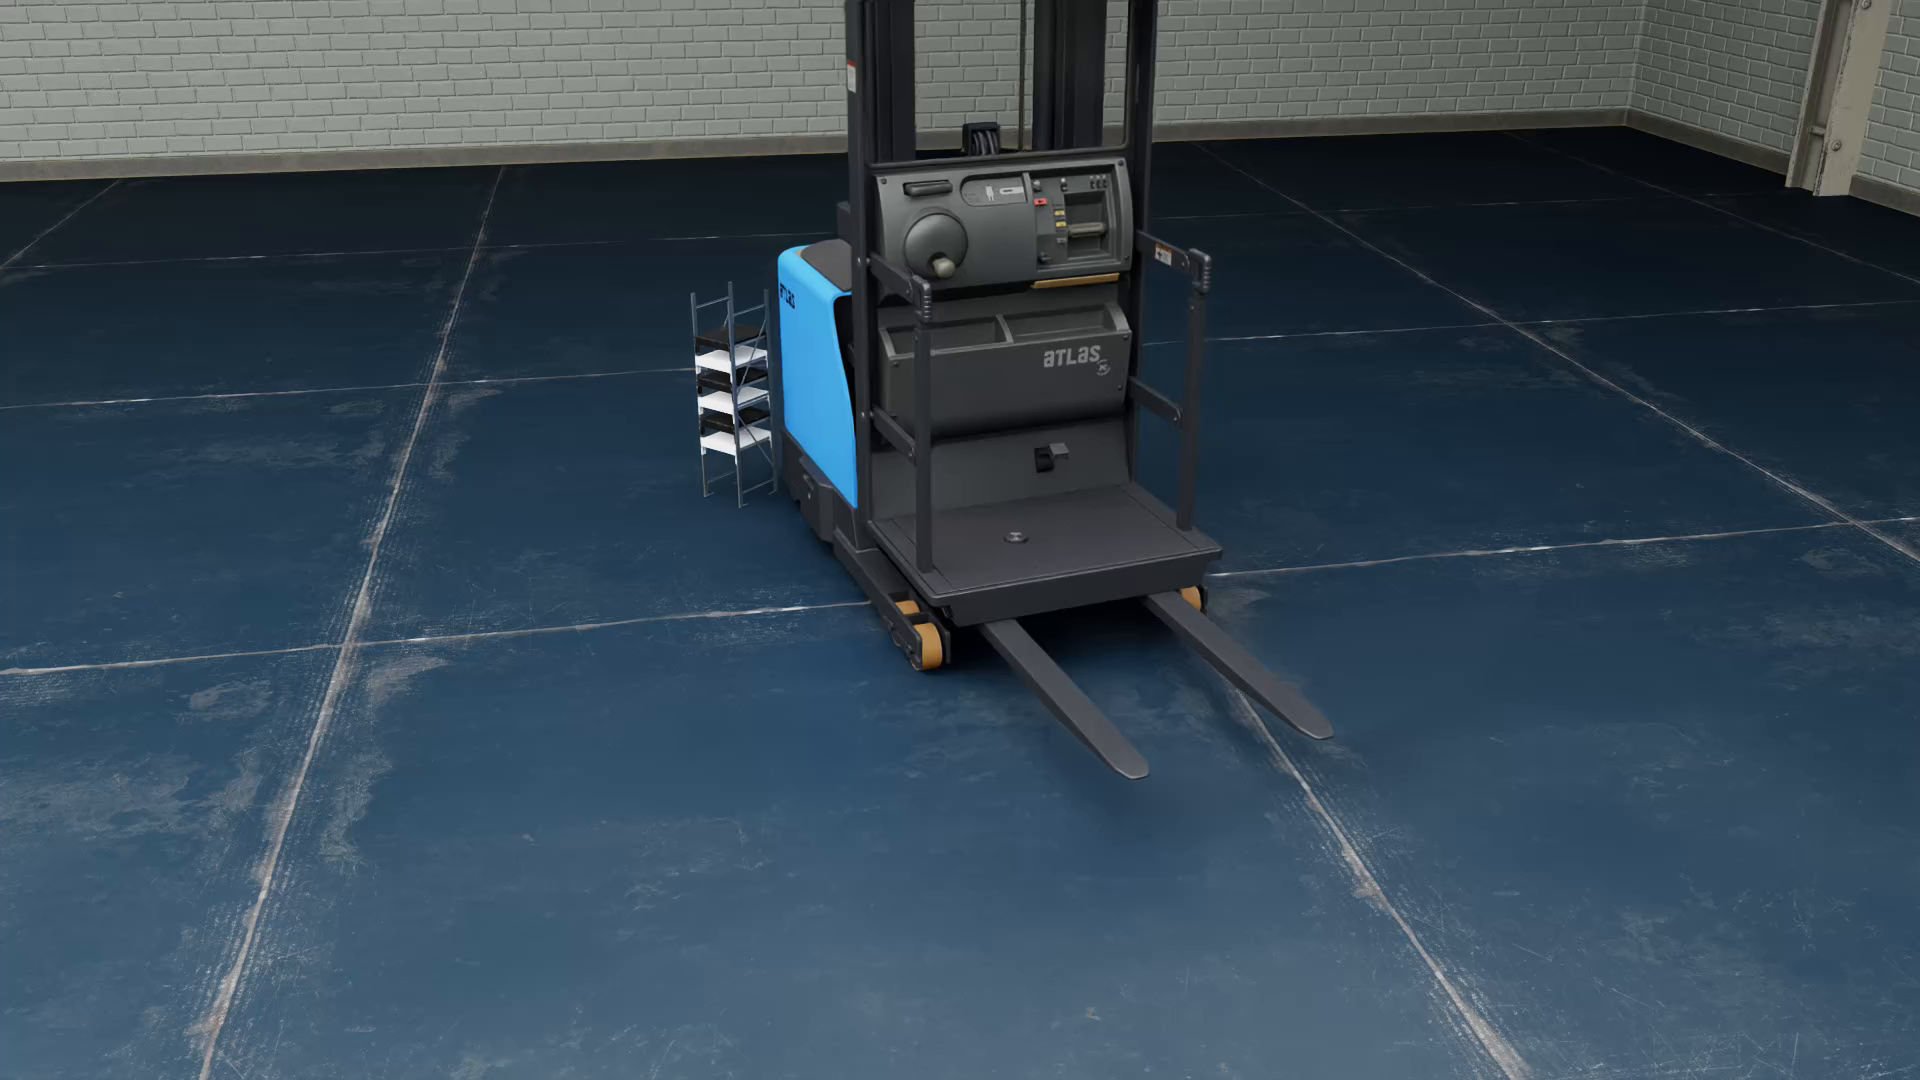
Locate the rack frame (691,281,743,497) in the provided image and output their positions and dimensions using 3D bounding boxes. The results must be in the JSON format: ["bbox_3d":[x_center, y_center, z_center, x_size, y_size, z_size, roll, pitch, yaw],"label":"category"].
[{"bbox_3d":[-1.030,-0.635,7.080,0.006,0.900,0.240,16,28,32],"label":"rack frame"}]

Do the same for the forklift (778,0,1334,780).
[{"bbox_3d":[0.243,-1.082,5.566,1.130,2.935,3.031,-9,25,-19],"label":"forklift"}]

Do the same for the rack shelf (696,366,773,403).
[{"bbox_3d":[-0.948,-0.663,7.003,0.200,0.077,0.258,16,28,32],"label":"rack shelf"}]

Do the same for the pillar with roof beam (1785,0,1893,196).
[{"bbox_3d":[2.488,-6.545,10.493,9.100,9.000,0.400,-4,24,-10],"label":"pillar with roof beam"}]

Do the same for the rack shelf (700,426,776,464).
[{"bbox_3d":[-0.948,-0.416,7.111,0.200,0.077,0.258,16,28,32],"label":"rack shelf"}]

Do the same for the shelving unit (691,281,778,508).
[{"bbox_3d":[-0.948,-0.611,7.025,0.210,0.900,0.258,16,28,32],"label":"shelving unit"}]

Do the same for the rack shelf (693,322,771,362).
[{"bbox_3d":[-0.948,-0.828,6.931,0.200,0.077,0.258,16,28,32],"label":"rack shelf"}]

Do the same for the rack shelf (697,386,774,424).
[{"bbox_3d":[-0.948,-0.581,7.039,0.200,0.077,0.258,16,28,32],"label":"rack shelf"}]

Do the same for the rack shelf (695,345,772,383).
[{"bbox_3d":[-0.948,-0.746,6.967,0.200,0.077,0.258,16,28,32],"label":"rack shelf"}]

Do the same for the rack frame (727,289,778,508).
[{"bbox_3d":[-0.866,-0.587,6.971,0.006,0.900,0.240,16,28,32],"label":"rack frame"}]

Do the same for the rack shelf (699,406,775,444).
[{"bbox_3d":[-0.948,-0.498,7.075,0.200,0.077,0.258,16,28,32],"label":"rack shelf"}]
